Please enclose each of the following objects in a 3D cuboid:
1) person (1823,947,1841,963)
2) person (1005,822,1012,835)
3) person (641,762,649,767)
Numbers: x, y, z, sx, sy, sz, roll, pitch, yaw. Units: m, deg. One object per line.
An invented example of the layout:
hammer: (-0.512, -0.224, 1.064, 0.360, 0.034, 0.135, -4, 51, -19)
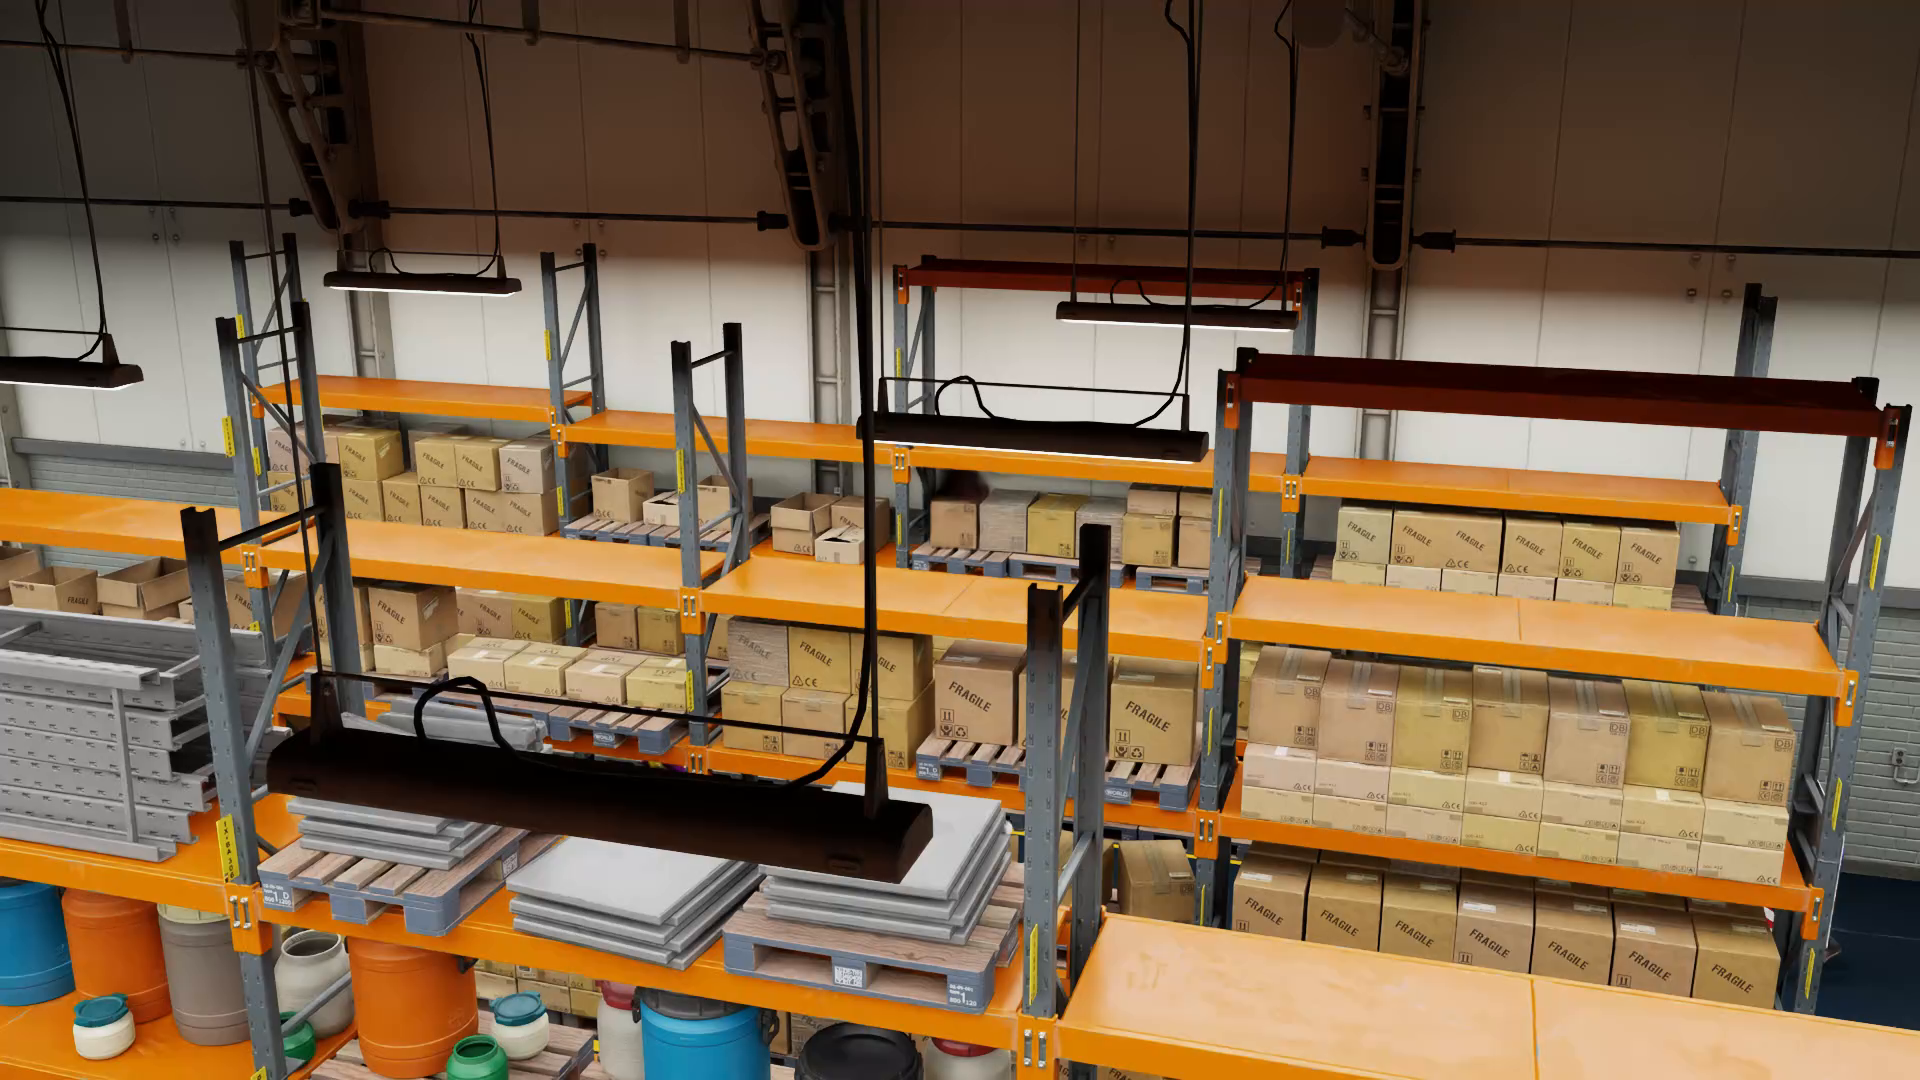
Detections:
person: (7.600, 3.807, 15.090, 0.943, 0.254, 0.294, -2, 16, -6)
person: (0.244, 2.706, 15.157, 0.527, 1.009, 0.318, 7, 18, 23)
person: (-2.849, 2.168, 16.351, 0.488, 1.053, 0.566, -7, 17, -23)
